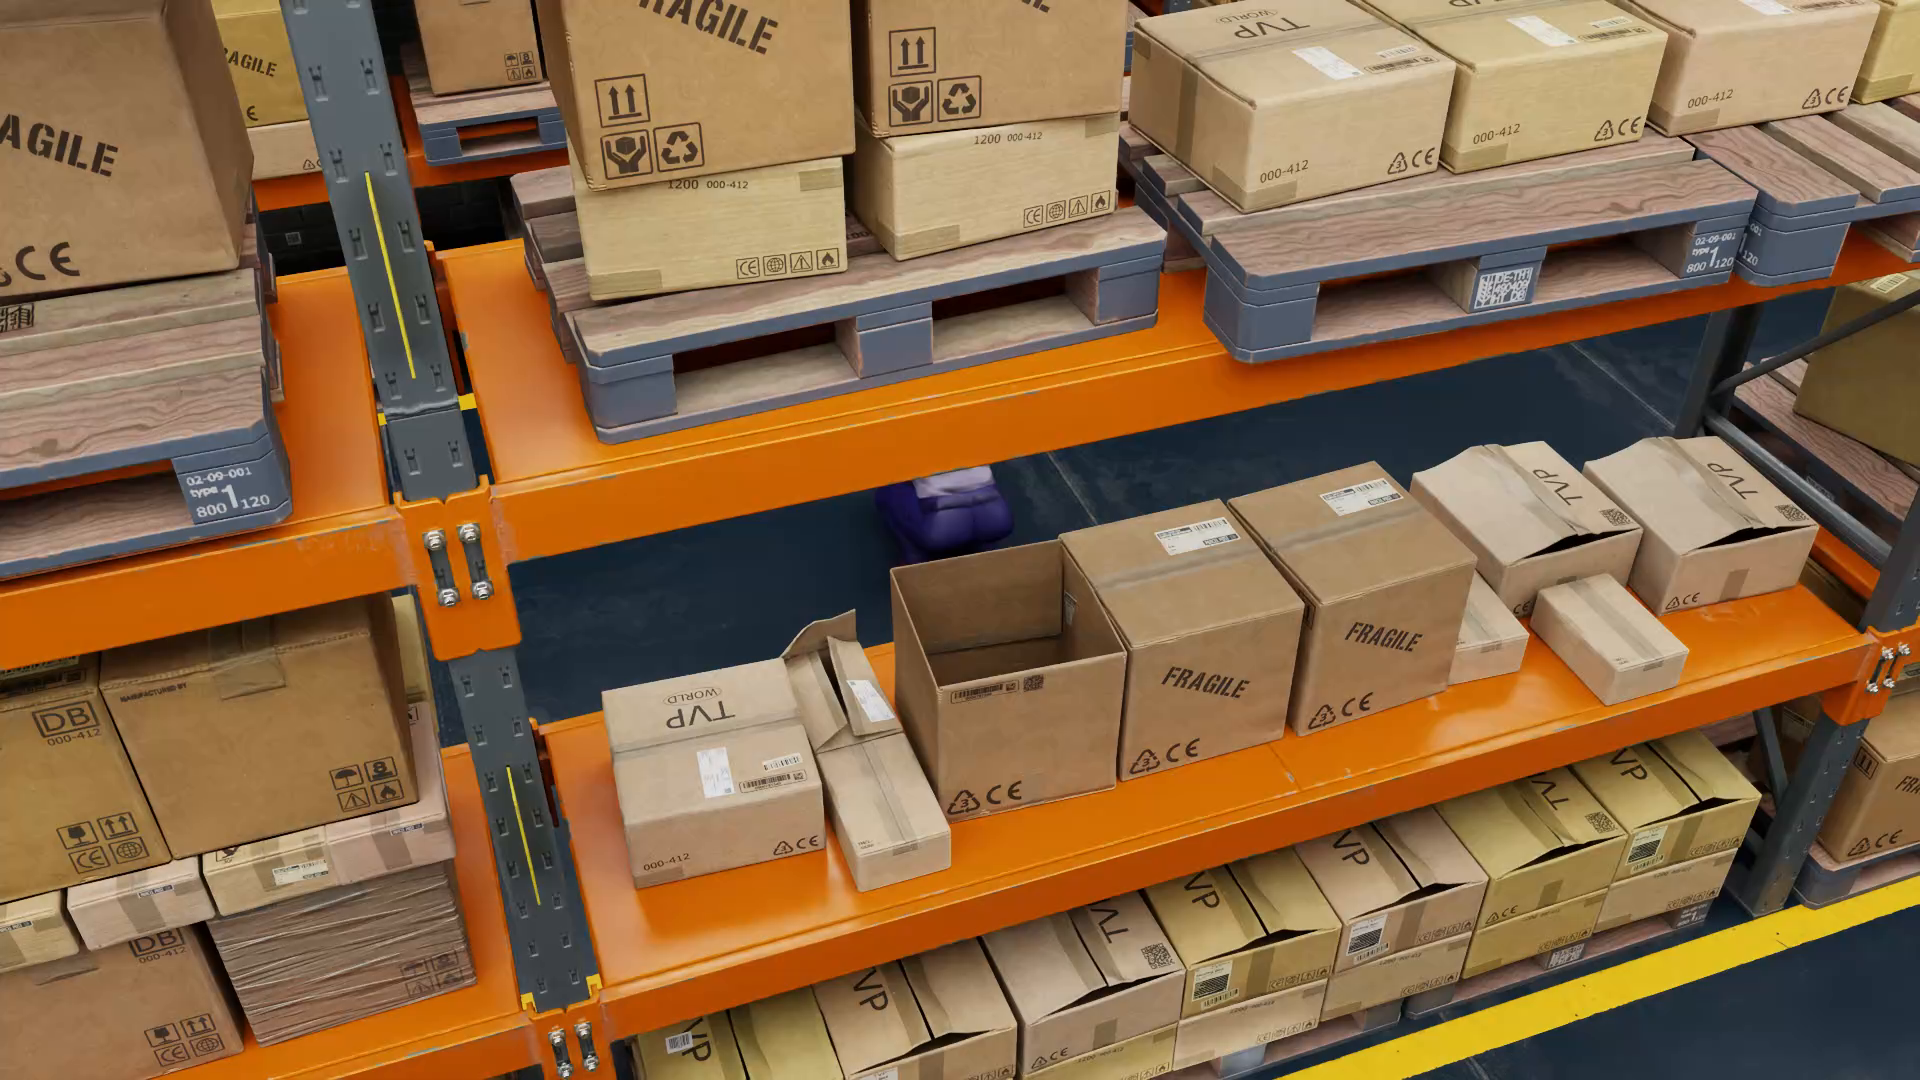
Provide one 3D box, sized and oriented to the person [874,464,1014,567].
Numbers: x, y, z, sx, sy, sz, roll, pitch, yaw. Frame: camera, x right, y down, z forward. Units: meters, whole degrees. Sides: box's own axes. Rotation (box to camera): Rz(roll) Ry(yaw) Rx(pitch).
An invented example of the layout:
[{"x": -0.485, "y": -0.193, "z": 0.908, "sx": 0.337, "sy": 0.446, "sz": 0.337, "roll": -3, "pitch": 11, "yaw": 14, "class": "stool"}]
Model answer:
[{"x": -0.091, "y": -0.246, "z": 7.181, "sx": 0.529, "sy": 0.797, "sz": 0.826, "roll": -13, "pitch": 40, "yaw": -16, "class": "person"}]
